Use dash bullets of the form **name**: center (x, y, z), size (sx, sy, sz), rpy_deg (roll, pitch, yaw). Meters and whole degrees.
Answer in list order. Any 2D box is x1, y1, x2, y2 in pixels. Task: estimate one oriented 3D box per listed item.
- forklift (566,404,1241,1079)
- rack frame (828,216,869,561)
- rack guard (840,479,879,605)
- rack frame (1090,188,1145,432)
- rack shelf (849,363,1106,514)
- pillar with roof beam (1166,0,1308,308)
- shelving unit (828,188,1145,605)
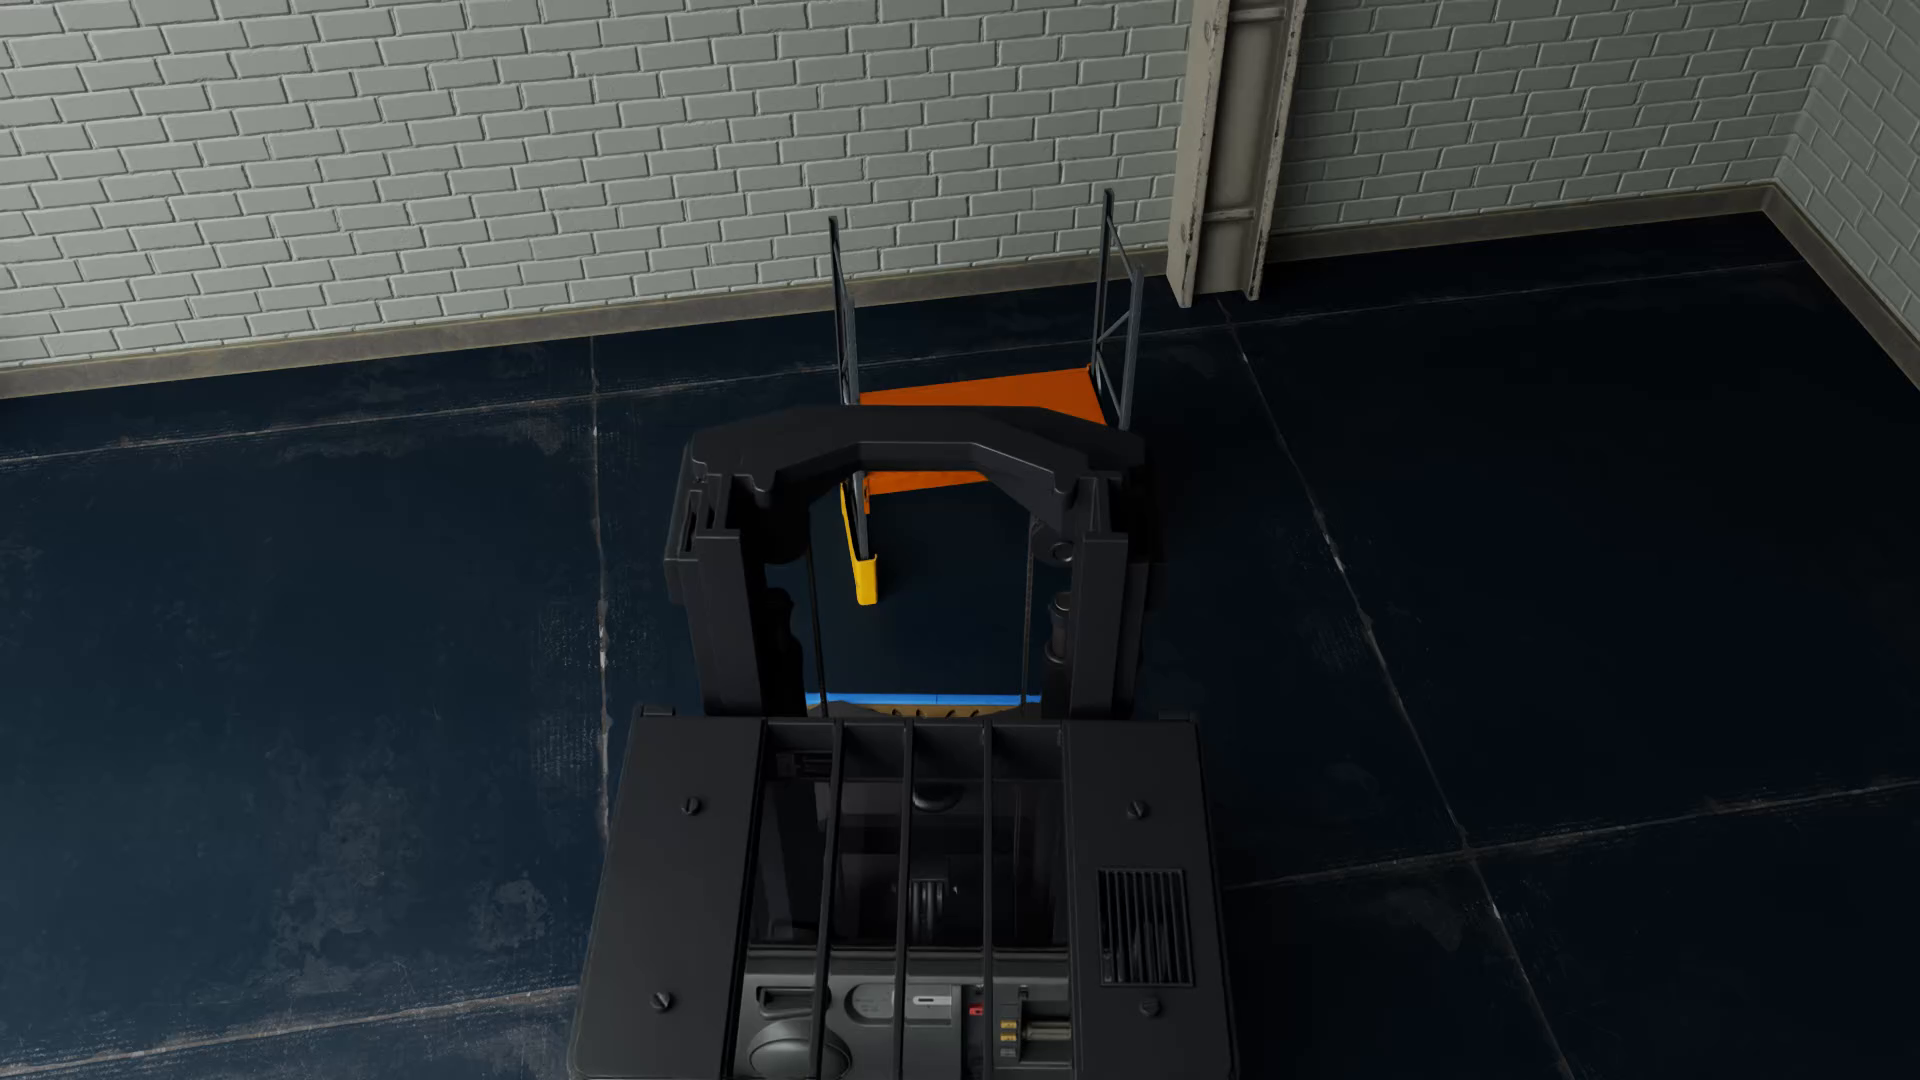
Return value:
- **forklift**: center (-0.087, 1.255, 3.699), size (1.130, 2.935, 3.031), rpy_deg (0, 46, 0)
- **rack frame**: center (-0.417, -0.468, 6.353), size (0.032, 1.500, 0.500), rpy_deg (-7, 46, -7)
- **rack guard**: center (-0.416, -0.035, 6.803), size (0.087, 0.250, 0.587), rpy_deg (-7, 46, -7)
- **rack frame**: center (0.585, -0.593, 6.473), size (0.032, 1.500, 0.500), rpy_deg (-7, 46, -7)
- **rack shelf**: center (0.084, -0.406, 6.543), size (1.000, 0.185, 0.538), rpy_deg (-7, 46, -7)
- **pillar with roof beam**: center (1.967, -1.320, 1.966), size (0.400, 9.000, 9.100), rpy_deg (-7, 46, -7)
- **shelving unit**: center (0.075, -0.530, 6.412), size (1.083, 1.500, 0.587), rpy_deg (-7, 46, -7)
